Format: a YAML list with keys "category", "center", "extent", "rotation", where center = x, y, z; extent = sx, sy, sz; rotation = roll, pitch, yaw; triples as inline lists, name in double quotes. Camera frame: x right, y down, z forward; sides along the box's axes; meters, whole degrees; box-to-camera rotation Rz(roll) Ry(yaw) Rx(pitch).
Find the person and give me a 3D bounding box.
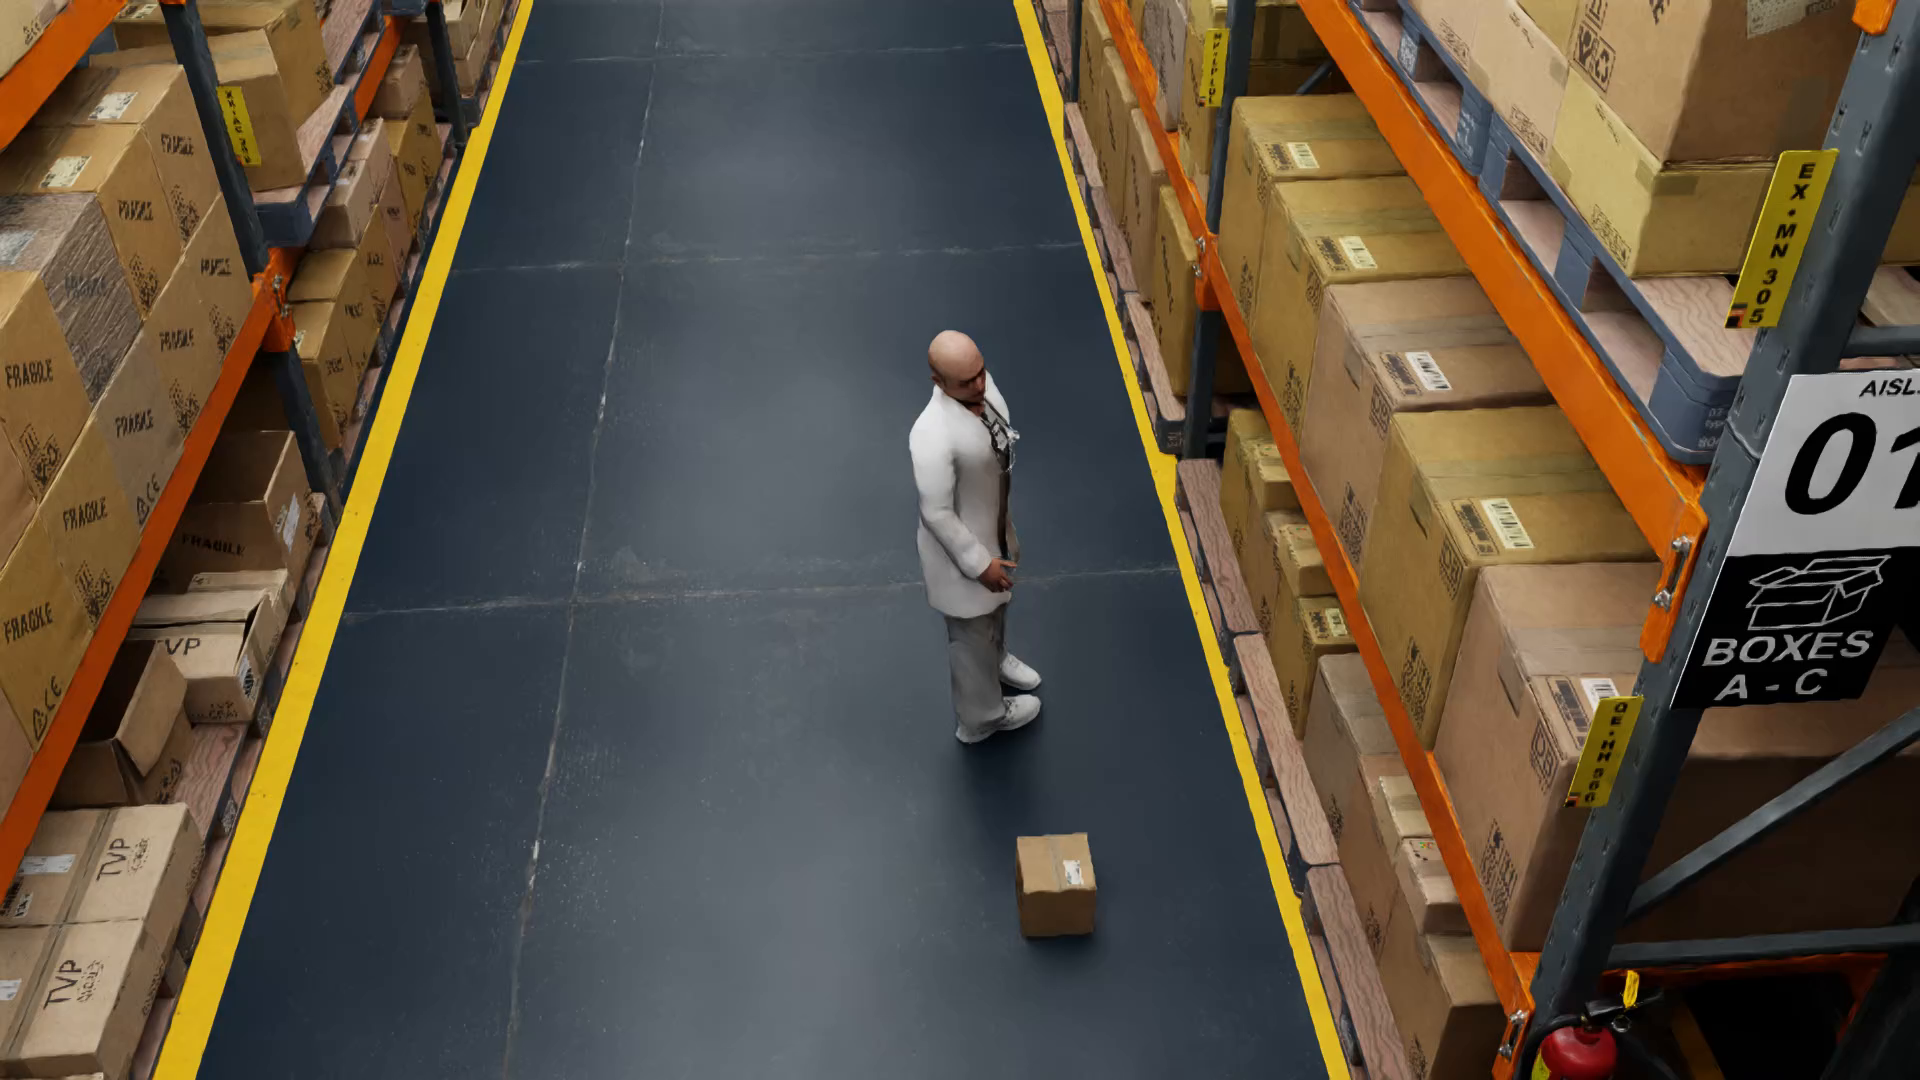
- category: "person"
  center: [0.092, -0.009, 6.181]
  extent: [0.464, 1.788, 0.642]
  rotation: [12, 40, 15]
